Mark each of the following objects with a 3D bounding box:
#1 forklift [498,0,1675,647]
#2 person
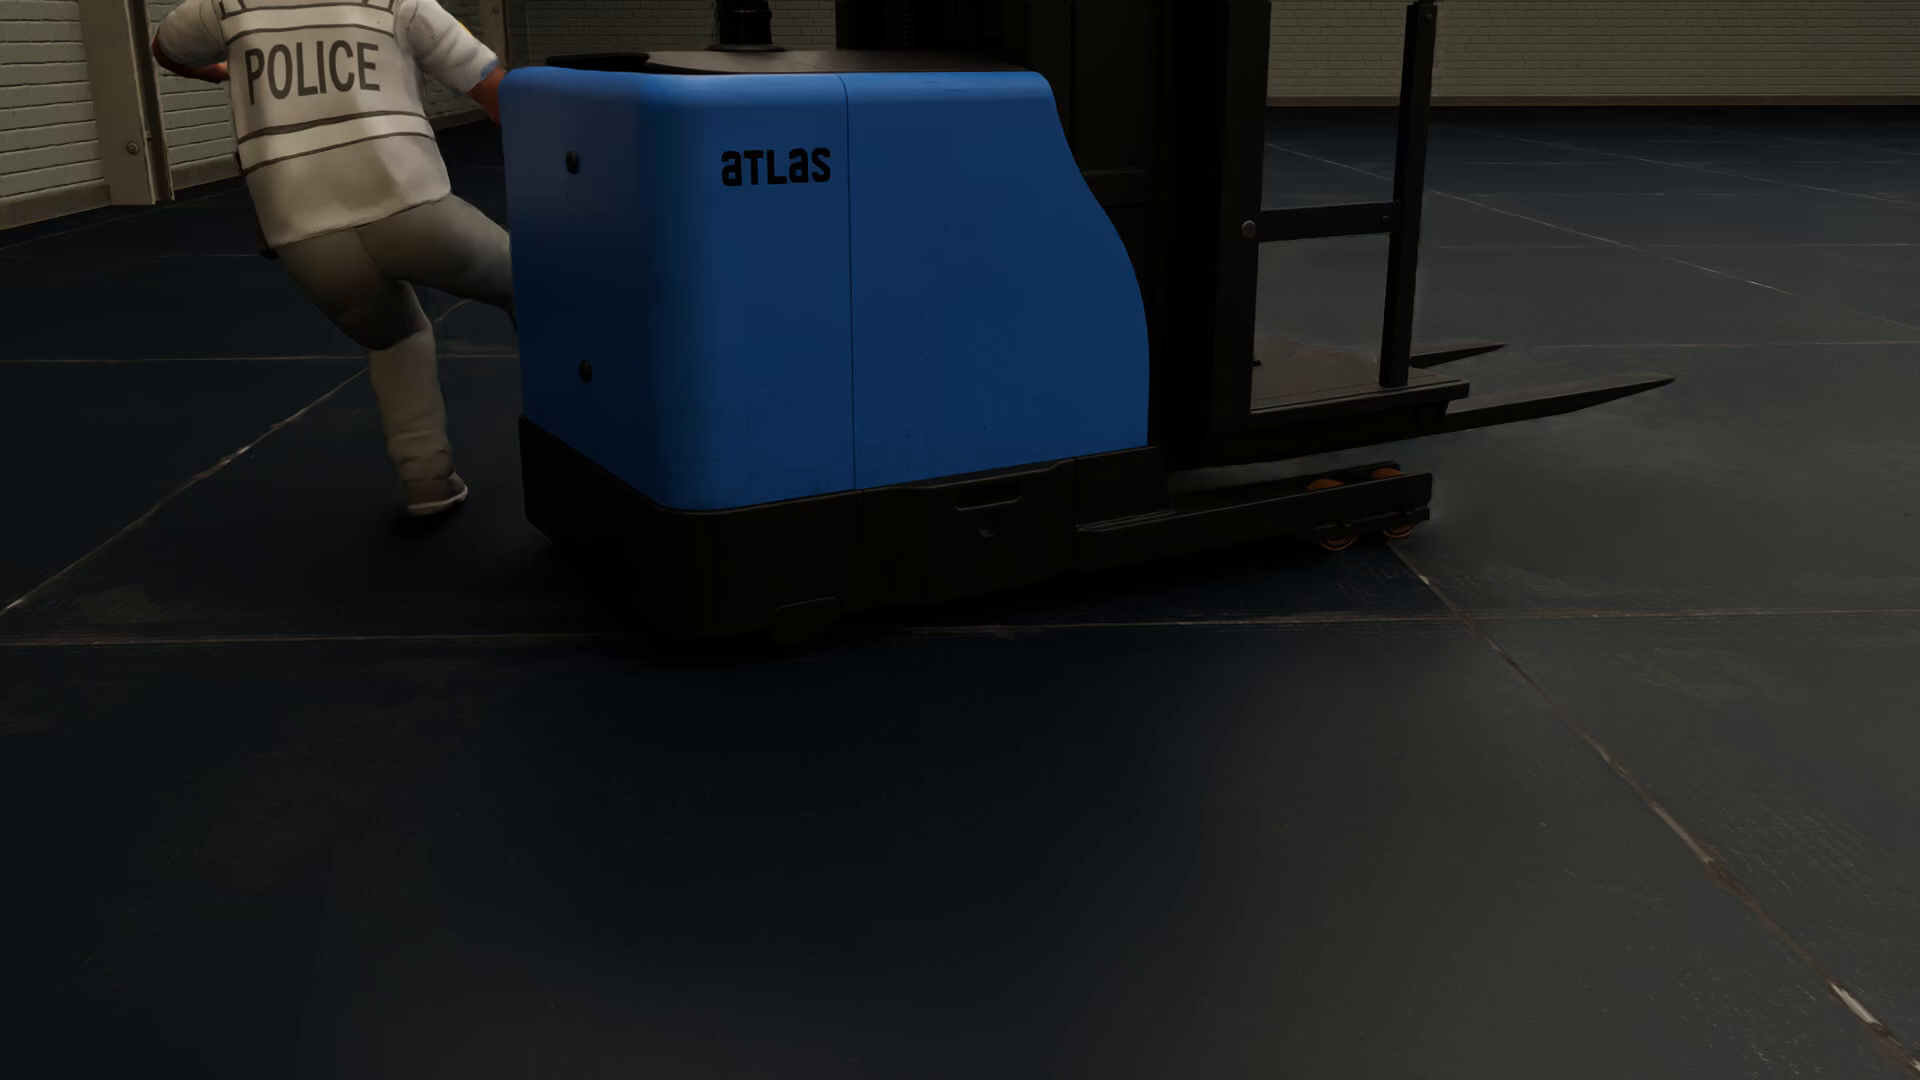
[{"bbox_3d":[0.523,-1.498,3.804,3.031,2.935,1.130,-10,20,-29],"label":"forklift"},{"bbox_3d":[-1.307,-0.848,4.099,1.230,1.503,0.939,-3,17,-8],"label":"person"}]
